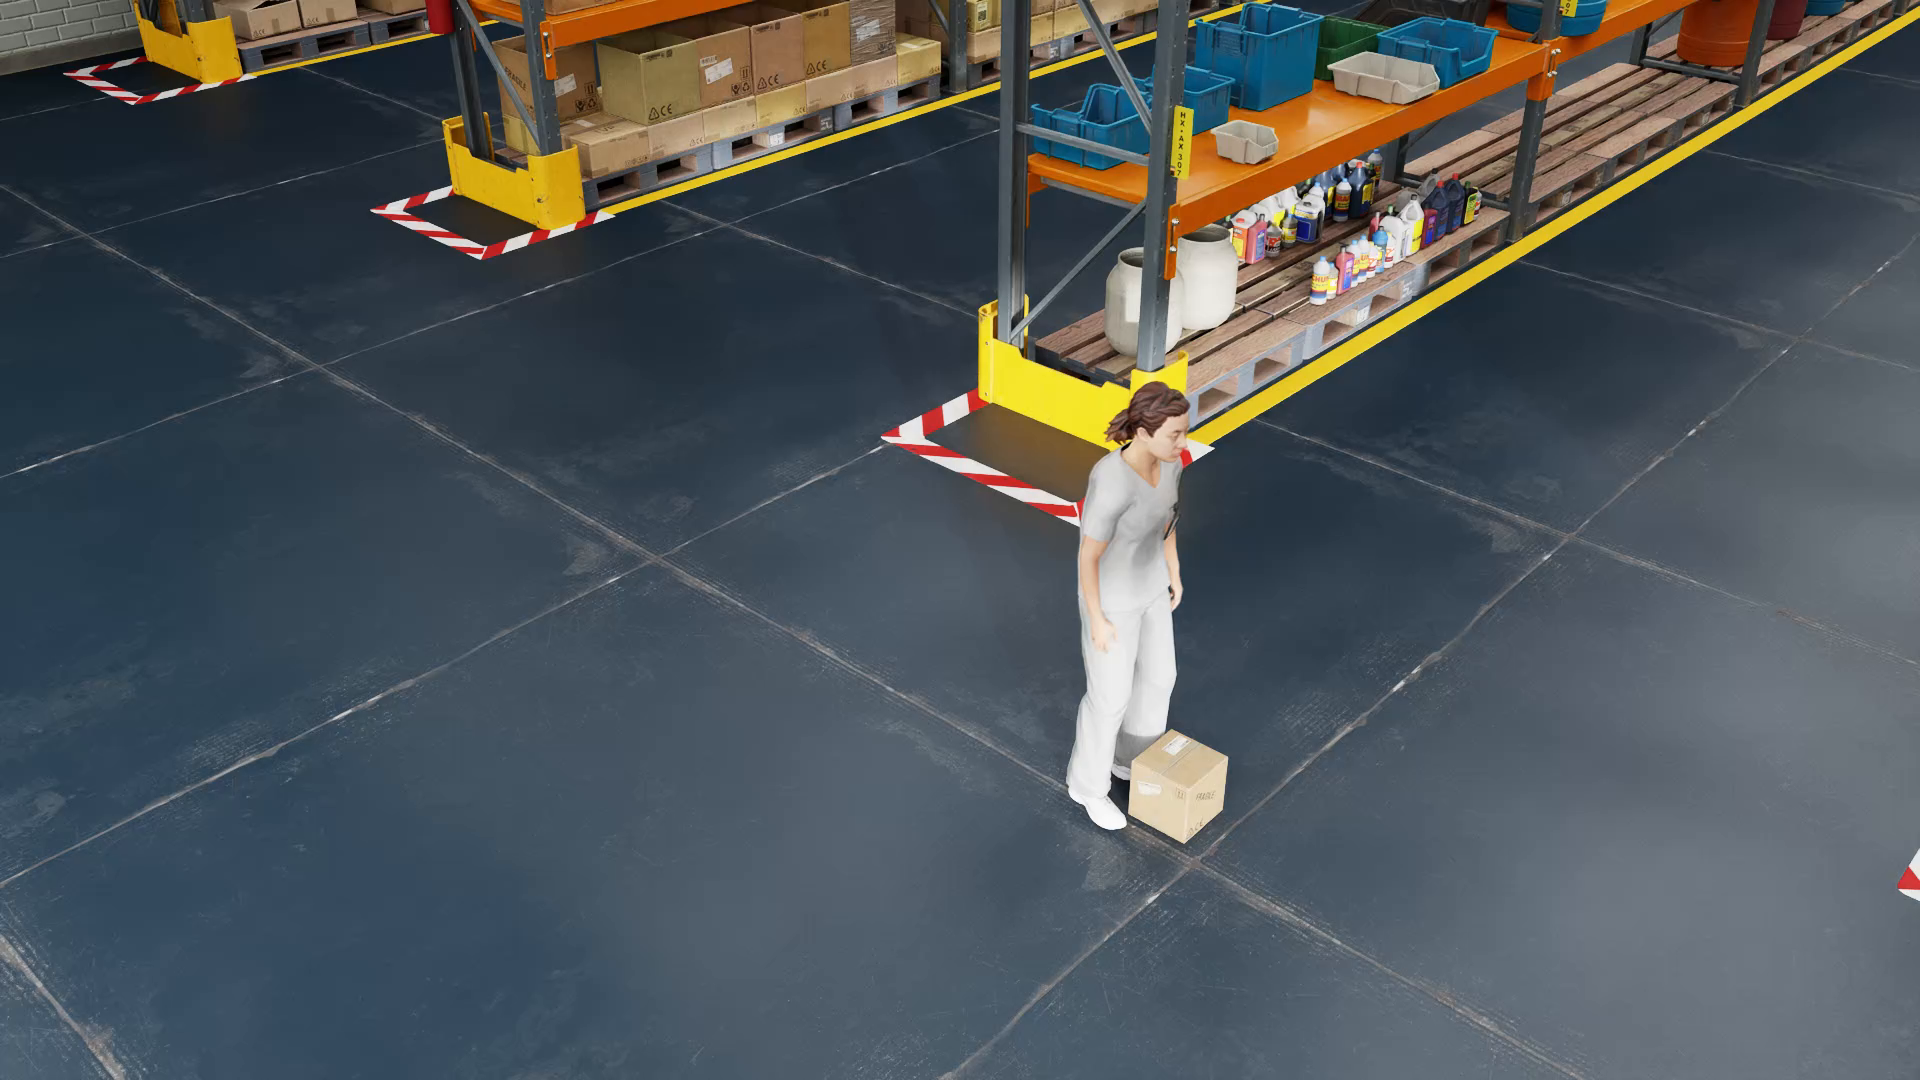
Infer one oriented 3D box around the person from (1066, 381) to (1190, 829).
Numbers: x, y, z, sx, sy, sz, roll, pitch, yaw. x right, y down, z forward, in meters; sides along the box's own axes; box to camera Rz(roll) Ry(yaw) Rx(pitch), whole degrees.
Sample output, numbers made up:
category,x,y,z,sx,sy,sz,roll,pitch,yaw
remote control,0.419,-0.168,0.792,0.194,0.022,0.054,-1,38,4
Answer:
category,x,y,z,sx,sy,sz,roll,pitch,yaw
person,0.617,0.212,5.789,0.406,1.673,0.486,26,40,35
